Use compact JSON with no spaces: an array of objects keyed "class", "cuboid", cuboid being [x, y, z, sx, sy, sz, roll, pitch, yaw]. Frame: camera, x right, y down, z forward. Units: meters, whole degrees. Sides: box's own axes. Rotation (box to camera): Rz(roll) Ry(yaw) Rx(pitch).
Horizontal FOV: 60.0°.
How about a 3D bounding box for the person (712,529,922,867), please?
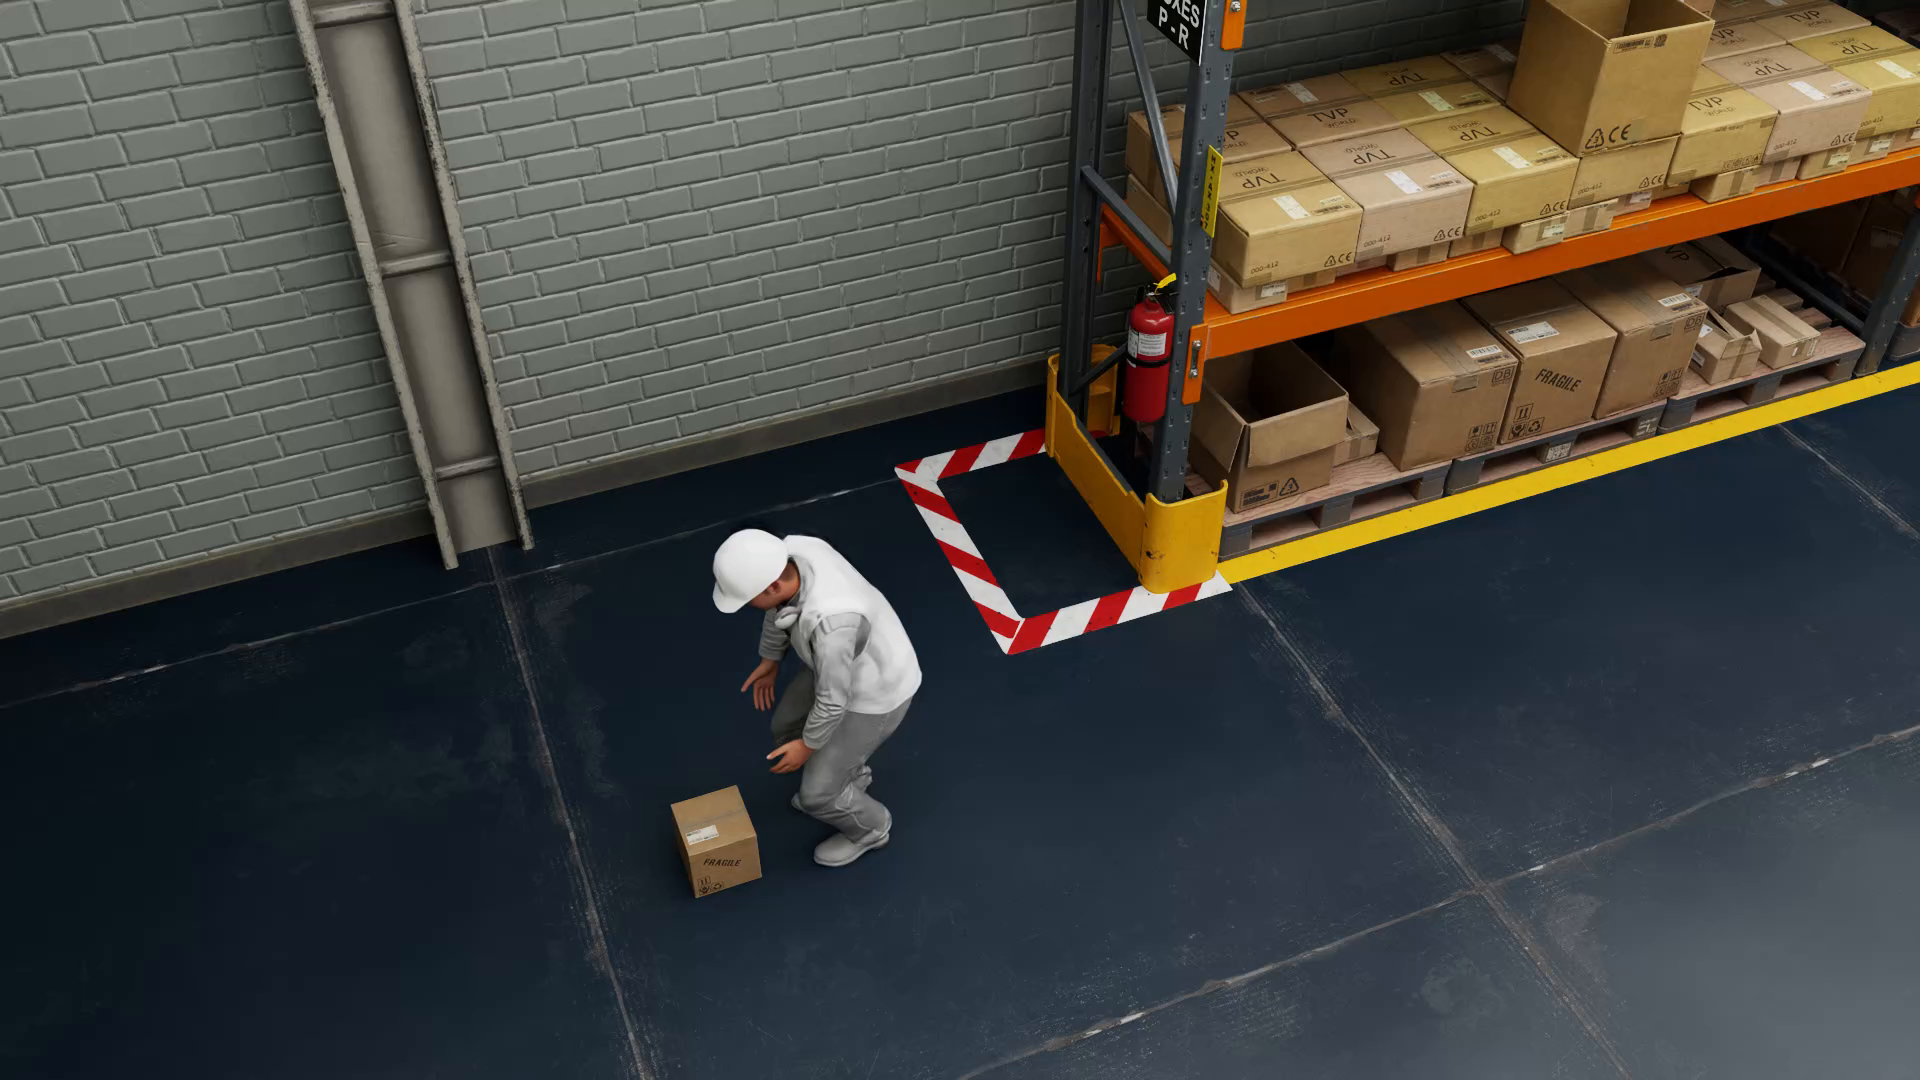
[{"class":"person","cuboid":[-0.469,0.518,5.721,0.671,1.559,0.588,-15,44,-16]}]
